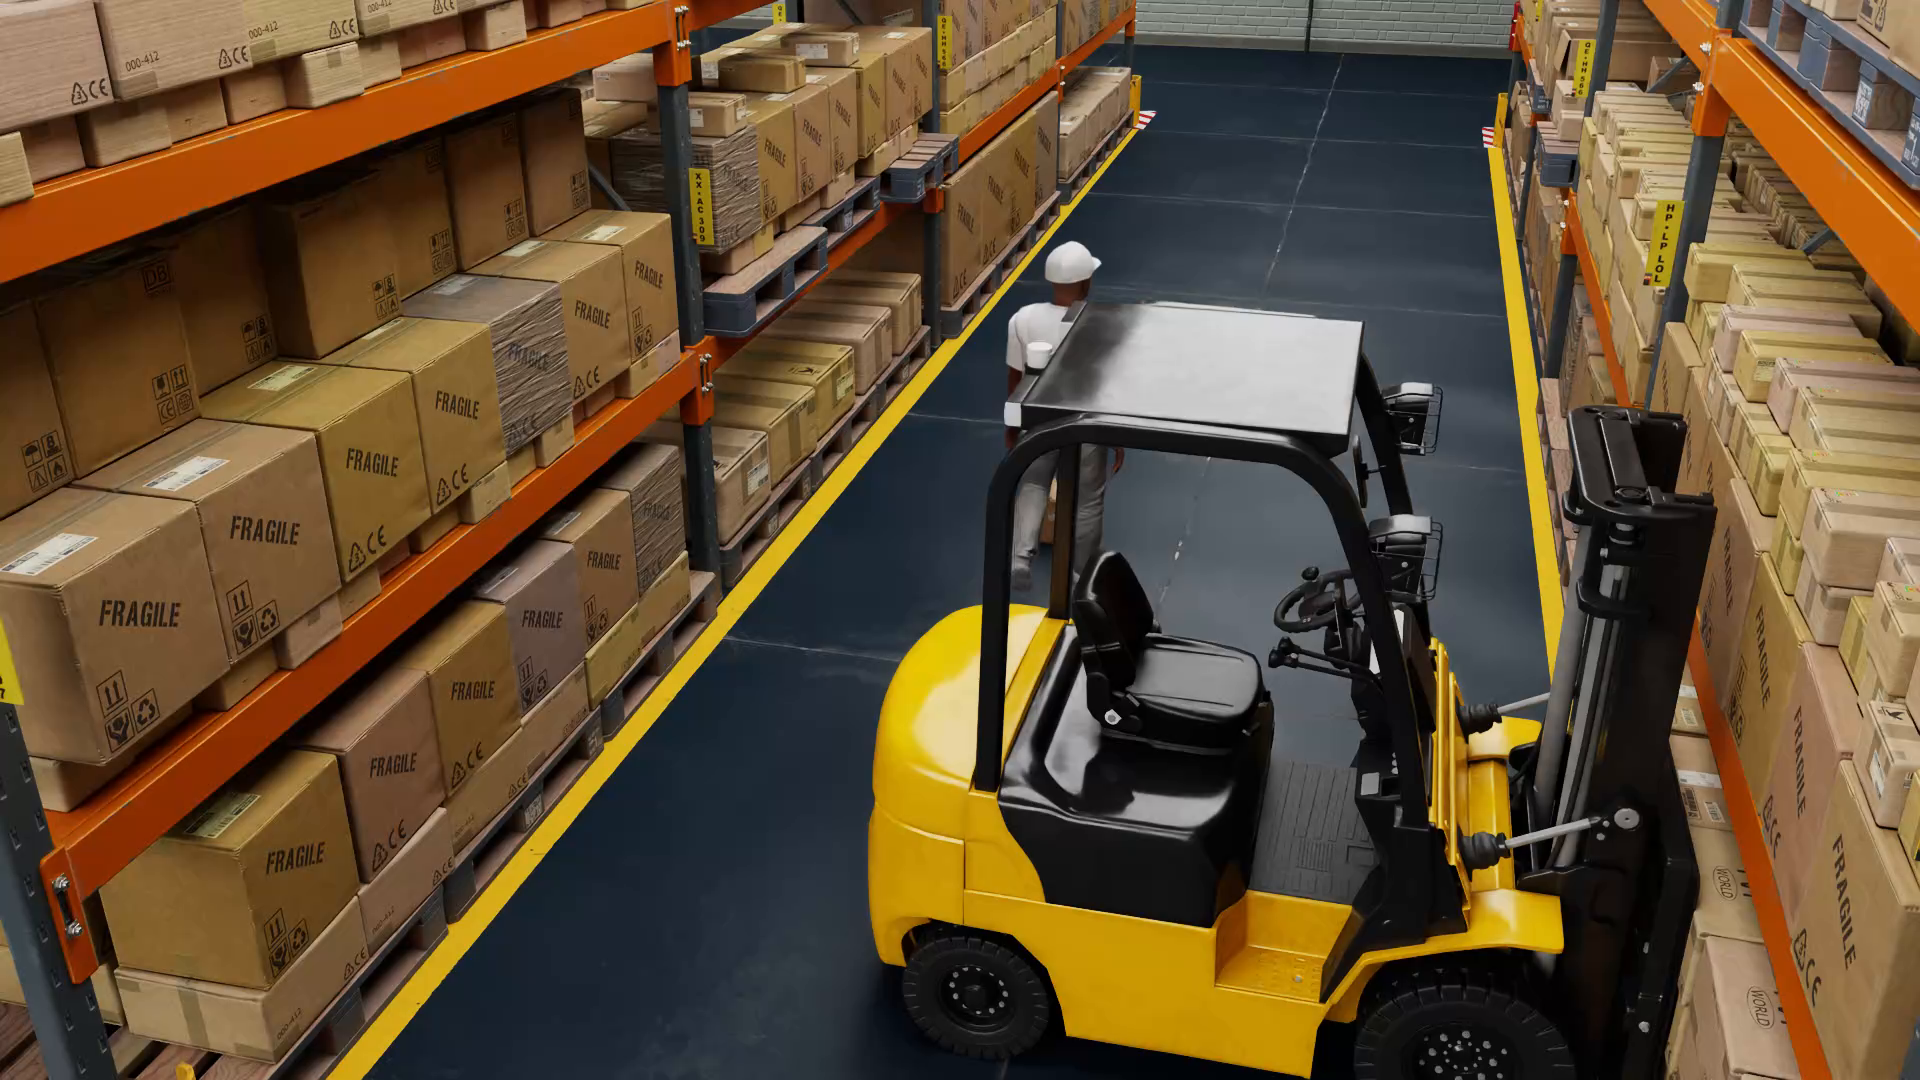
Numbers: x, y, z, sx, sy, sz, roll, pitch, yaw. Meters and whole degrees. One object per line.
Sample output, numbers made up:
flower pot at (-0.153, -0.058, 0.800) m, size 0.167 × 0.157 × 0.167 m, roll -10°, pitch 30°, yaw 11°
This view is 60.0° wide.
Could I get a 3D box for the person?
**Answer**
person at (0.477, -0.816, 7.480) m, size 0.597 × 1.082 × 0.355 m, roll 9°, pitch 27°, yaw 19°
